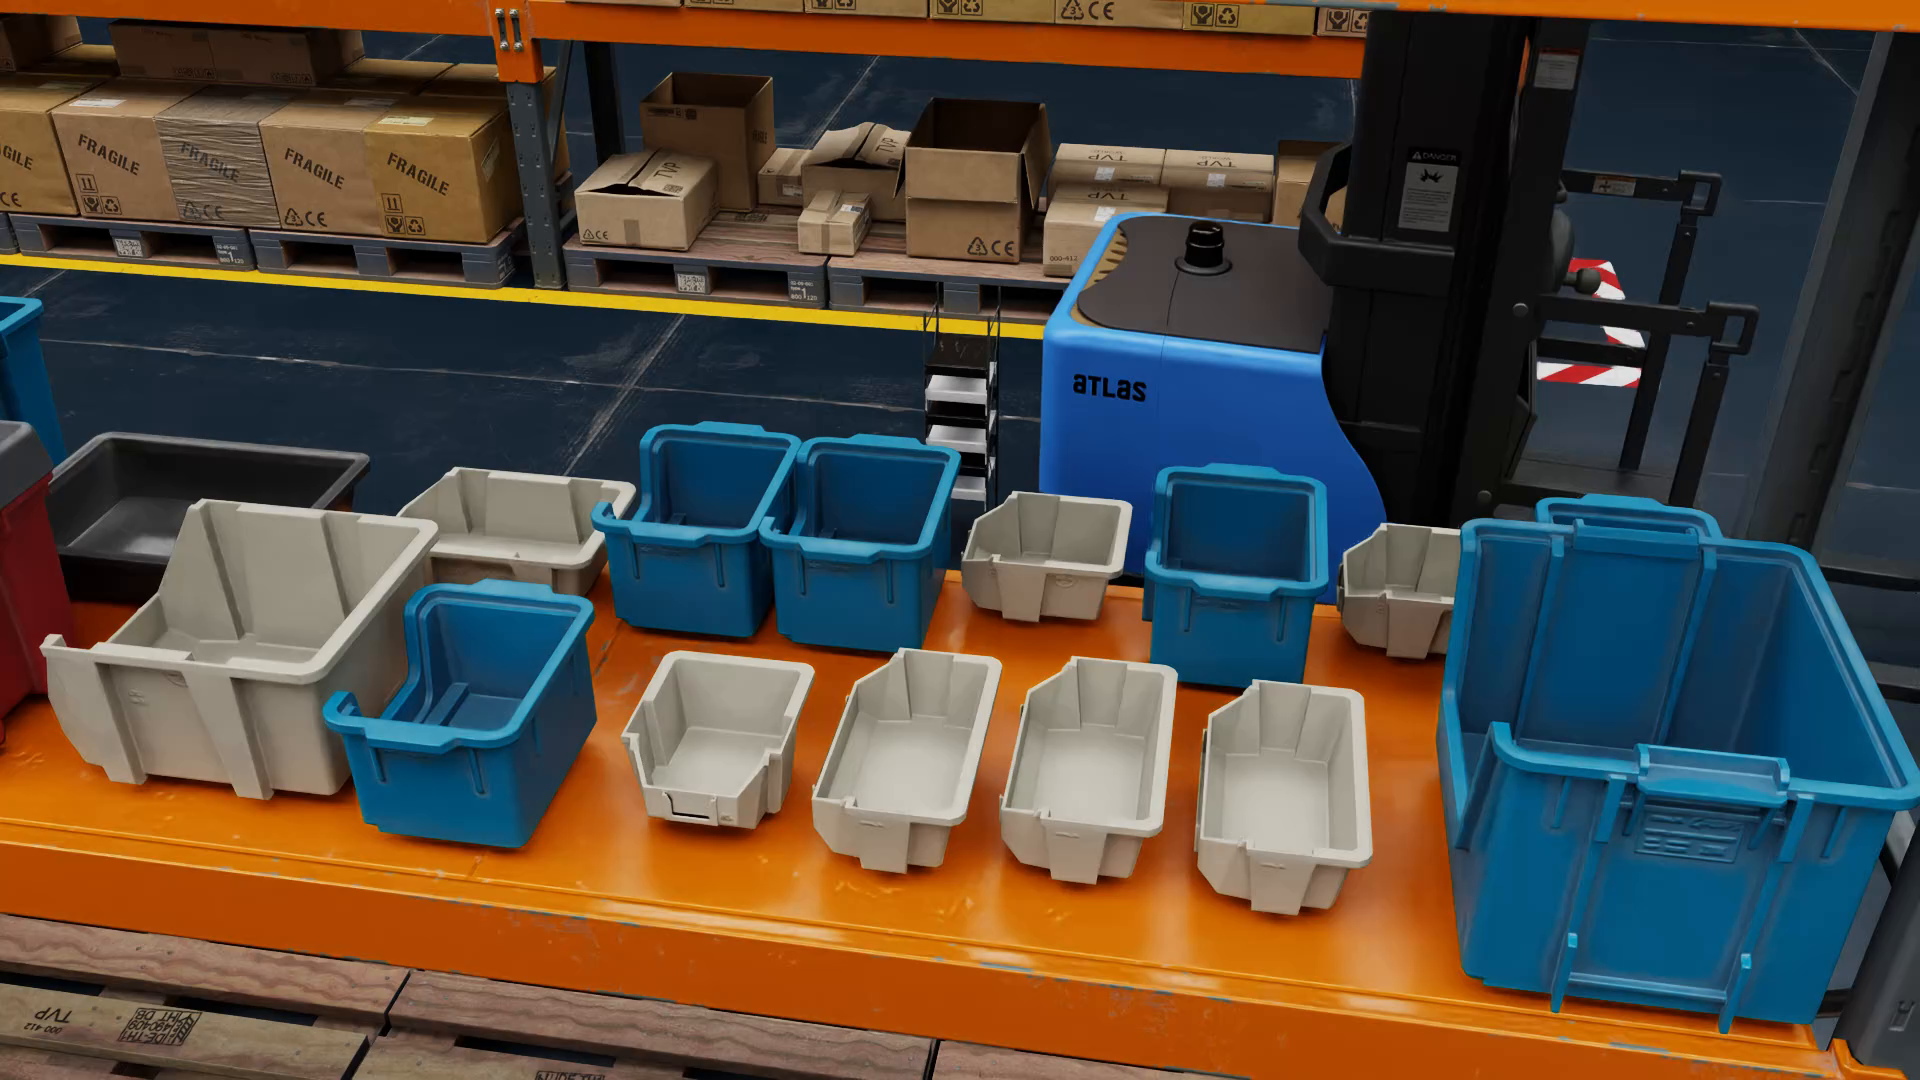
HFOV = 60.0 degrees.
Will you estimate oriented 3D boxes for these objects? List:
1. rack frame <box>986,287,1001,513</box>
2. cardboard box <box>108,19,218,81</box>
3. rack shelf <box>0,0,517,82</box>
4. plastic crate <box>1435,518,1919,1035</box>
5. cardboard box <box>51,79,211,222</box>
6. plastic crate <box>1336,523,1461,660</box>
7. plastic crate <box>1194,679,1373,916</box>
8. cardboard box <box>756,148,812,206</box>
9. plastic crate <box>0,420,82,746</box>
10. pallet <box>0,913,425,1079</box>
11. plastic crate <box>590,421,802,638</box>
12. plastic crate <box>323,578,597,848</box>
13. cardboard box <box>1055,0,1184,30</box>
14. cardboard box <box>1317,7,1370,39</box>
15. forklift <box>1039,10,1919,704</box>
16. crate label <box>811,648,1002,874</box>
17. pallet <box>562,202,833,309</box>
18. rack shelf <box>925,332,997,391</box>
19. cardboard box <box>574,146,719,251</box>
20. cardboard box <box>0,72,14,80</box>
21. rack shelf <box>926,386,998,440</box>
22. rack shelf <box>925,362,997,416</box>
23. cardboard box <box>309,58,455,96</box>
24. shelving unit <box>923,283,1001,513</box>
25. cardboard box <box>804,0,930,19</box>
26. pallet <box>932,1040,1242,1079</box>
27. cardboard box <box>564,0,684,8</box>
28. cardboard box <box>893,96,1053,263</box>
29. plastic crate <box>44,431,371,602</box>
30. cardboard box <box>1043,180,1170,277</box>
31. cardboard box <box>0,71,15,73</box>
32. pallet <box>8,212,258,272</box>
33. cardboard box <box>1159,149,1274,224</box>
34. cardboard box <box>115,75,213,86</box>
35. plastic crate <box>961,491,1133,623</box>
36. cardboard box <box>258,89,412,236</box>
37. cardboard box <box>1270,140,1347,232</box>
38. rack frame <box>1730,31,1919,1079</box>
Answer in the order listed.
[{"bbox_3d":[0.108,-0.372,5.496,0.006,0.900,0.240,5,32,8],"label":"rack frame"},{"bbox_3d":[-3.707,-2.418,8.021,0.500,0.250,0.500,5,32,7],"label":"cardboard box"},{"bbox_3d":[-3.763,-2.543,7.663,4.000,0.370,1.077,5,32,8],"label":"rack shelf"},{"bbox_3d":[0.953,0.306,2.345,0.499,0.435,0.616,5,32,8],"label":"plastic crate"},{"bbox_3d":[-3.808,-1.828,7.785,0.500,0.500,0.500,4,32,7],"label":"cardboard box"},{"bbox_3d":[0.824,0.098,2.958,0.298,0.136,0.250,5,32,8],"label":"plastic crate"},{"bbox_3d":[0.480,0.386,2.497,0.243,0.136,0.396,5,32,8],"label":"plastic crate"},{"bbox_3d":[-0.802,-1.743,7.979,0.250,0.149,0.380,5,32,8],"label":"cardboard box"},{"bbox_3d":[-1.790,0.079,2.679,0.583,0.464,0.402,5,32,8],"label":"plastic crate"},{"bbox_3d":[-1.897,1.148,3.716,1.213,0.211,1.003,5,32,8],"label":"pallet"},{"bbox_3d":[-0.467,-0.015,3.048,0.300,0.233,0.416,5,32,8],"label":"plastic crate"},{"bbox_3d":[-0.753,0.274,2.586,0.300,0.233,0.416,5,32,8],"label":"plastic crate"},{"bbox_3d":[0.662,-2.344,6.573,0.500,0.500,0.500,5,32,9],"label":"cardboard box"},{"bbox_3d":[1.664,-2.252,6.427,0.500,0.500,0.500,6,33,10],"label":"cardboard box"},{"bbox_3d":[1.800,-0.963,4.527,3.031,2.935,1.130,9,33,14],"label":"forklift"},{"bbox_3d":[-0.082,0.341,2.570,0.243,0.136,0.396,5,32,8],"label":"crate label"},{"bbox_3d":[-1.114,-1.425,7.828,1.213,0.211,1.003,5,32,8],"label":"pallet"},{"bbox_3d":[0.008,-0.581,5.385,0.200,0.077,0.258,5,32,8],"label":"rack shelf"},{"bbox_3d":[-1.414,-1.565,7.543,0.500,0.311,0.500,5,32,8],"label":"cardboard box"},{"bbox_3d":[-4.817,-1.919,7.930,0.500,0.500,0.500,4,32,6],"label":"cardboard box"},{"bbox_3d":[0.008,-0.429,5.480,0.200,0.077,0.258,5,32,8],"label":"rack shelf"},{"bbox_3d":[0.008,-0.505,5.432,0.200,0.077,0.258,5,32,8],"label":"rack shelf"},{"bbox_3d":[-2.755,-2.009,8.073,0.500,0.500,0.500,6,32,9],"label":"cardboard box"},{"bbox_3d":[0.008,-0.381,5.510,0.210,0.900,0.258,5,32,8],"label":"shelving unit"},{"bbox_3d":[-0.337,-2.434,6.717,0.500,0.500,0.500,5,32,8],"label":"cardboard box"},{"bbox_3d":[0.508,1.366,3.368,1.213,0.211,1.003,5,32,8],"label":"pallet"},{"bbox_3d":[-1.335,-2.524,6.860,0.500,0.500,0.500,6,33,9],"label":"cardboard box"},{"bbox_3d":[0.062,-1.632,7.469,0.637,0.503,0.797,5,32,8],"label":"cardboard box"},{"bbox_3d":[-1.480,-0.028,3.171,0.590,0.125,0.437,5,32,8],"label":"plastic crate"},{"bbox_3d":[0.643,-1.353,7.262,0.500,0.250,0.500,5,32,8],"label":"cardboard box"},{"bbox_3d":[-4.773,-2.192,8.367,0.500,0.500,0.500,6,33,10],"label":"cardboard box"},{"bbox_3d":[-3.806,-1.648,8.183,1.213,0.211,1.003,5,32,8],"label":"pallet"},{"bbox_3d":[1.171,-1.575,7.615,0.500,0.250,0.500,5,32,8],"label":"cardboard box"},{"bbox_3d":[-3.744,-2.102,8.223,0.500,0.500,0.500,4,32,6],"label":"cardboard box"},{"bbox_3d":[0.156,0.038,3.054,0.298,0.136,0.250,5,32,8],"label":"plastic crate"},{"bbox_3d":[-2.812,-1.739,7.642,0.500,0.500,0.500,5,32,8],"label":"cardboard box"},{"bbox_3d":[1.574,-1.359,7.035,0.500,0.500,0.500,5,32,8],"label":"cardboard box"},{"bbox_3d":[1.314,0.280,2.476,0.053,2.616,0.949,5,32,8],"label":"rack frame"}]
